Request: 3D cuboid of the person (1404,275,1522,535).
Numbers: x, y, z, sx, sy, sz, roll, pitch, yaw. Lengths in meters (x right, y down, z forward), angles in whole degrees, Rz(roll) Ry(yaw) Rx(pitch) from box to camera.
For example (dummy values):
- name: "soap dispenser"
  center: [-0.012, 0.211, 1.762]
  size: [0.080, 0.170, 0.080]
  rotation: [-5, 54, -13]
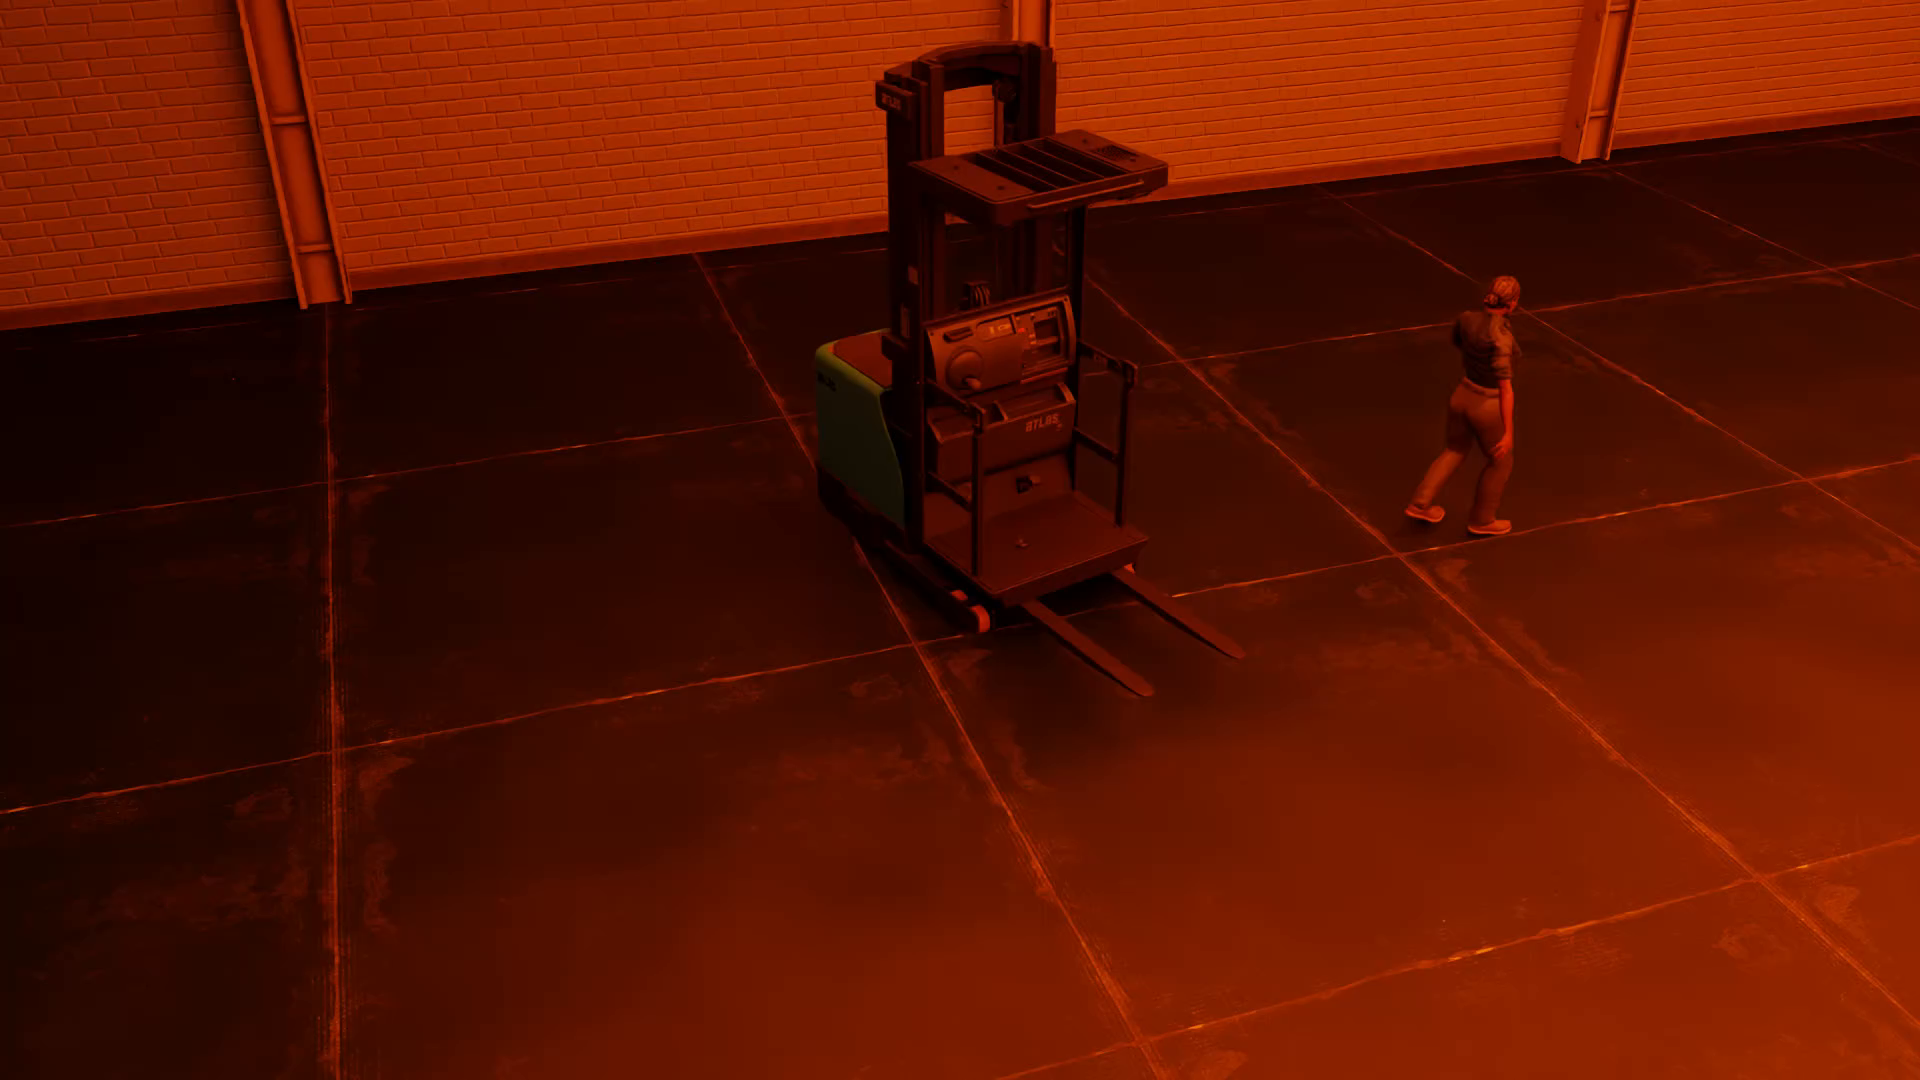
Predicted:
- name: "person"
  center: [3.058, -0.764, 9.726]
  size: [0.697, 1.640, 0.817]
  rotation: [-14, 33, -22]

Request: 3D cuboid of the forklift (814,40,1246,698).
- name: "forklift"
  center: [0.352, -1.019, 8.858]
  size: [1.130, 2.935, 3.031]
  rotation: [-18, 35, -29]
